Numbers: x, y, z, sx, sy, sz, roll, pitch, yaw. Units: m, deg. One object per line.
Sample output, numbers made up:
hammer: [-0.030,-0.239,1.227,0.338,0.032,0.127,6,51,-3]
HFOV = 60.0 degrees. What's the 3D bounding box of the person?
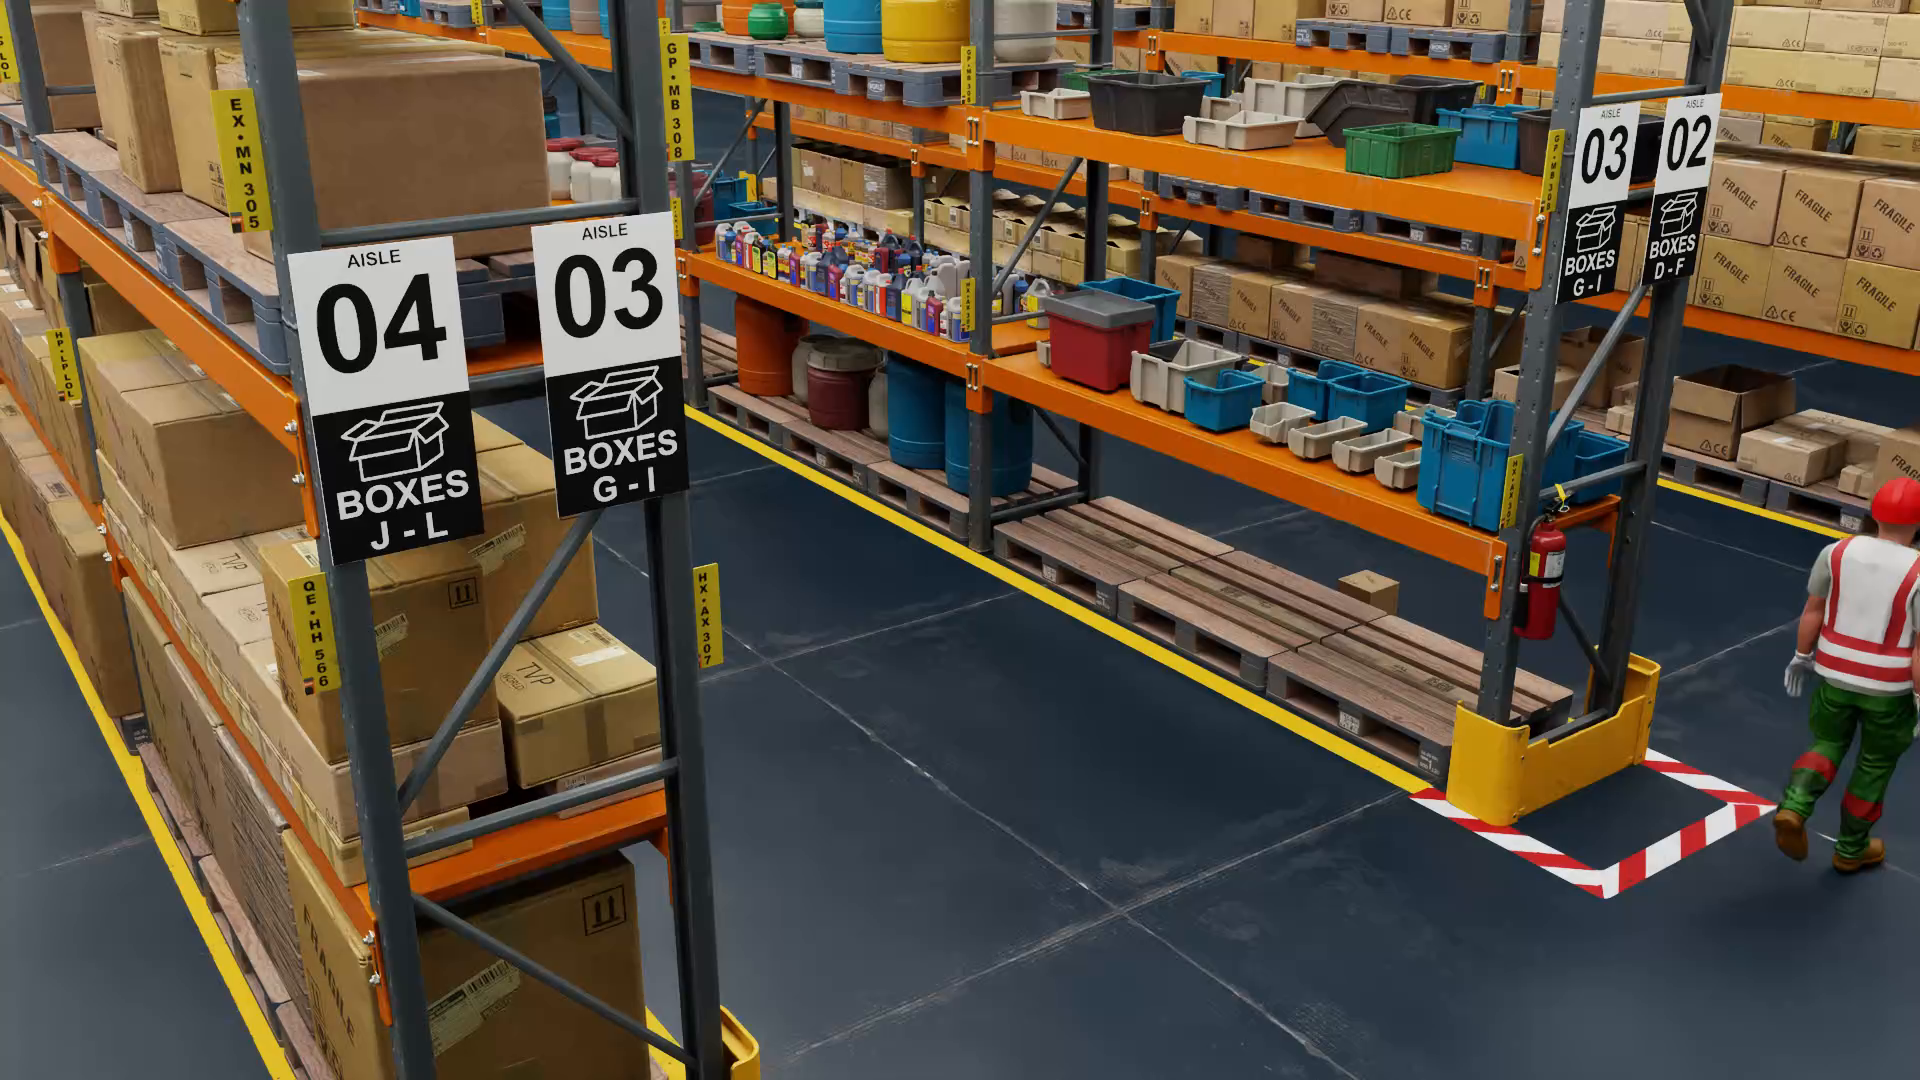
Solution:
person: [3.763,0.591,6.980,0.639,1.779,0.590,-16,26,-36]
